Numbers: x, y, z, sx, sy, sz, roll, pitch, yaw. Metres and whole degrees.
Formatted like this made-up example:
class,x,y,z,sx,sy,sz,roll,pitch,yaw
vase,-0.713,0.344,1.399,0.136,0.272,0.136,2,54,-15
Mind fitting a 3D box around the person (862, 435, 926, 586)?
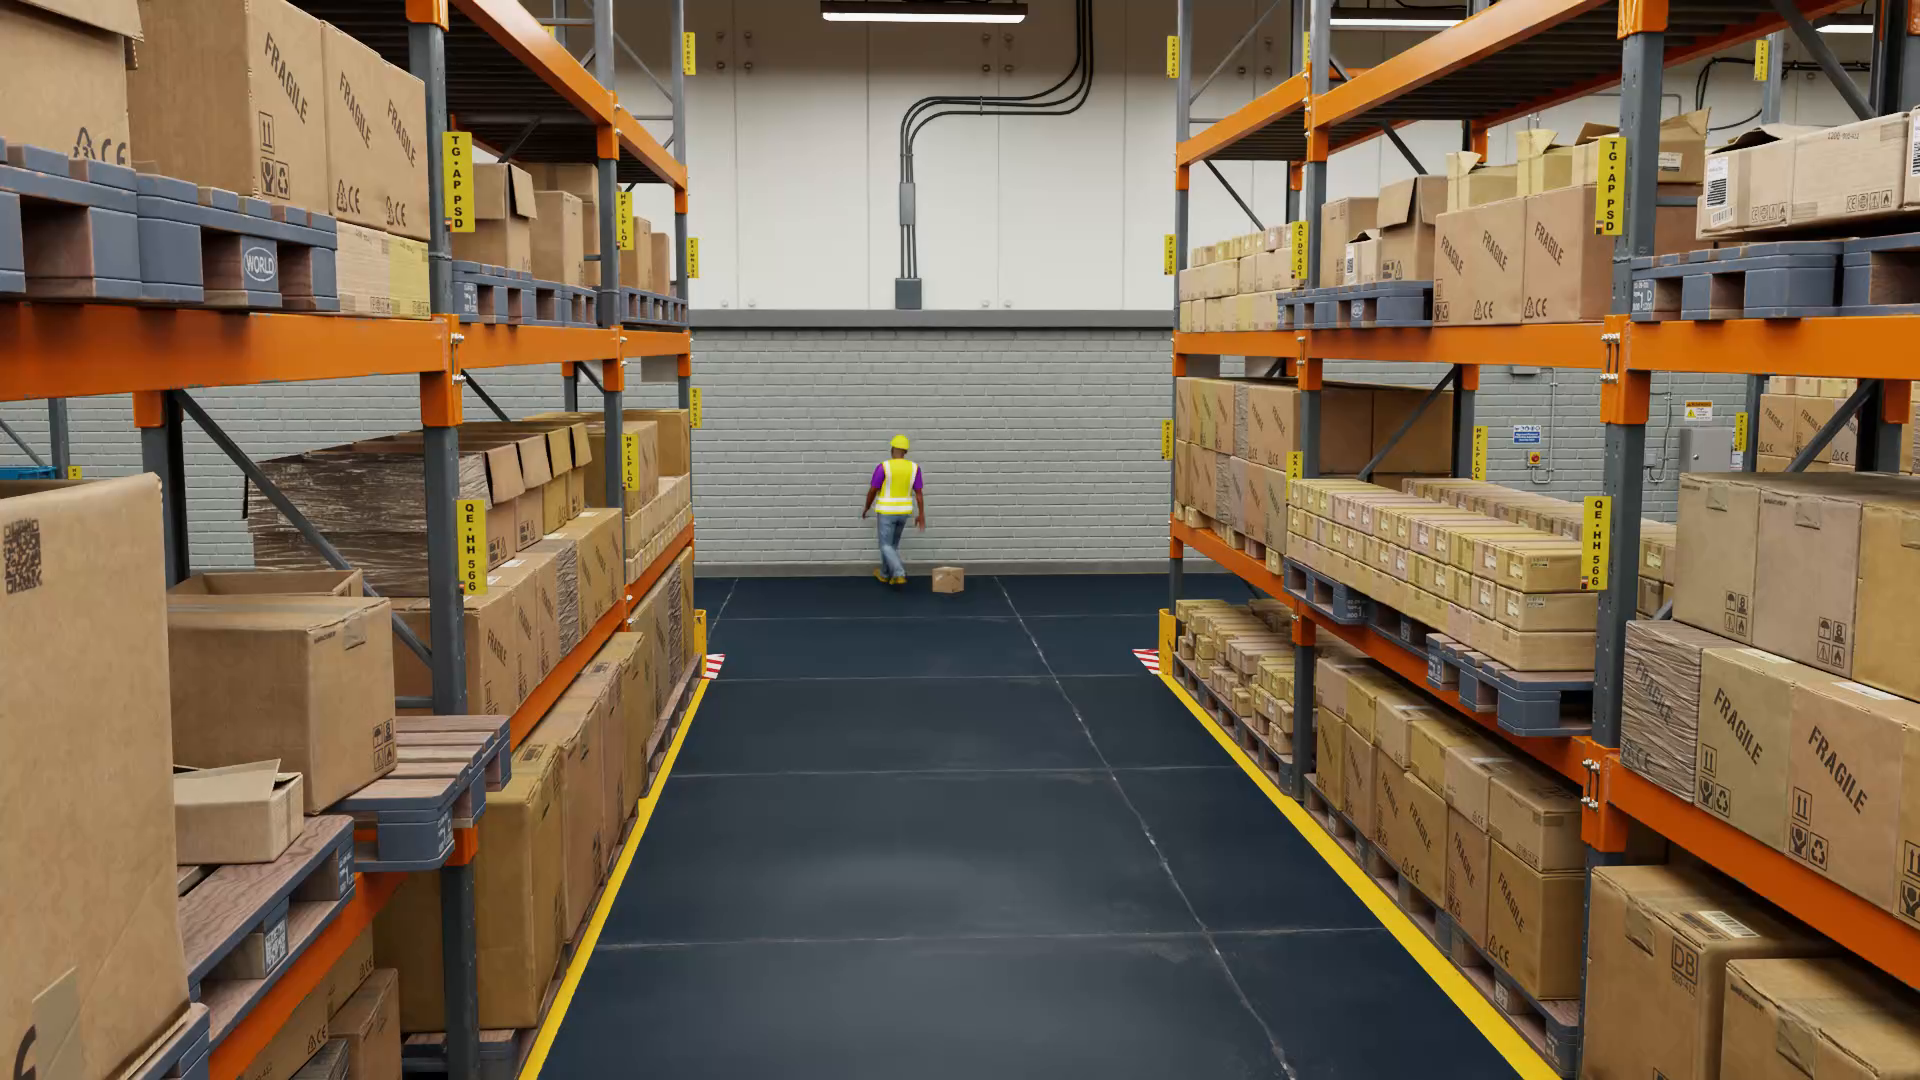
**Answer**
class,x,y,z,sx,sy,sz,roll,pitch,yaw
person,-0.811,-0.335,18.619,0.621,1.705,0.942,-4,8,-31
